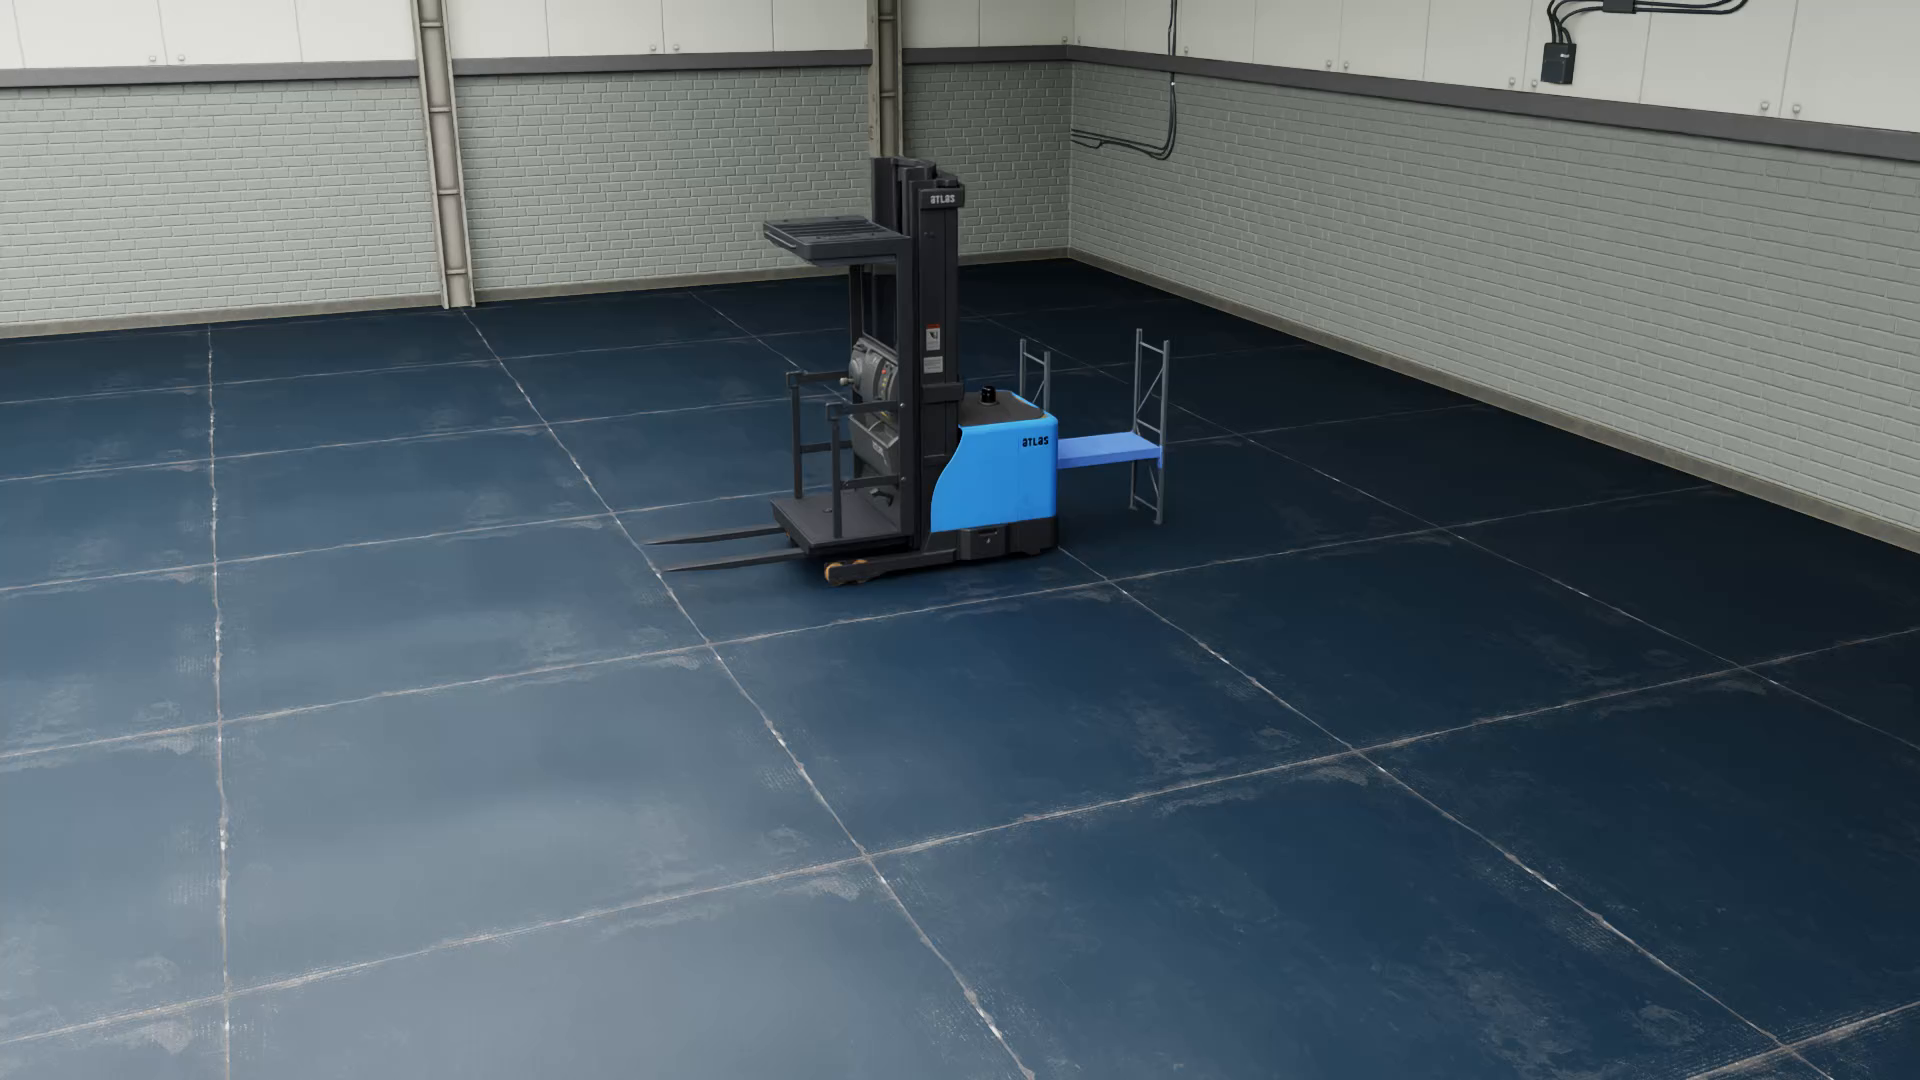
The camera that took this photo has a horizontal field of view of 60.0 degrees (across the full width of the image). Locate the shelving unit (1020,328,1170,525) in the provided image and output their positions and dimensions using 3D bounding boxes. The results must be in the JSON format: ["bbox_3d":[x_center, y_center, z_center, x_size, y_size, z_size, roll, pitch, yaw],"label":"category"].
[{"bbox_3d":[1.047,-0.846,13.166,1.048,1.500,0.538,-8,21,-20],"label":"shelving unit"}]

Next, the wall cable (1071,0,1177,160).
[{"bbox_3d":[2.191,-6.615,22.937,0.112,2.526,3.097,-8,21,-22],"label":"wall cable"}]

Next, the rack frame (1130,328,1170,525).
[{"bbox_3d":[1.519,-0.908,13.343,0.032,1.500,0.500,-8,21,-20],"label":"rack frame"}]

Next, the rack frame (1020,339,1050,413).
[{"bbox_3d":[0.575,-0.783,12.988,0.032,1.500,0.500,-8,21,-20],"label":"rack frame"}]

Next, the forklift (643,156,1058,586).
[{"bbox_3d":[-0.820,-1.247,12.149,3.031,2.935,1.130,-8,21,-20],"label":"forklift"}]

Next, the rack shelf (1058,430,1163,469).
[{"bbox_3d":[1.047,-0.676,13.225,1.000,0.185,0.538,-8,21,-20],"label":"rack shelf"}]

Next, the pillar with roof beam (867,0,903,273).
[{"bbox_3d":[0.667,-6.783,18.737,0.400,9.000,9.100,-8,21,-22],"label":"pillar with roof beam"}]

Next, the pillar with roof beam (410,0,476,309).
[{"bbox_3d":[-4.842,-5.994,16.495,0.400,9.000,9.100,-8,21,-22],"label":"pillar with roof beam"}]

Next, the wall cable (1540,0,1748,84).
[{"bbox_3d":[5.937,-6.787,13.628,0.169,6.003,2.305,-8,21,-22],"label":"wall cable"}]
